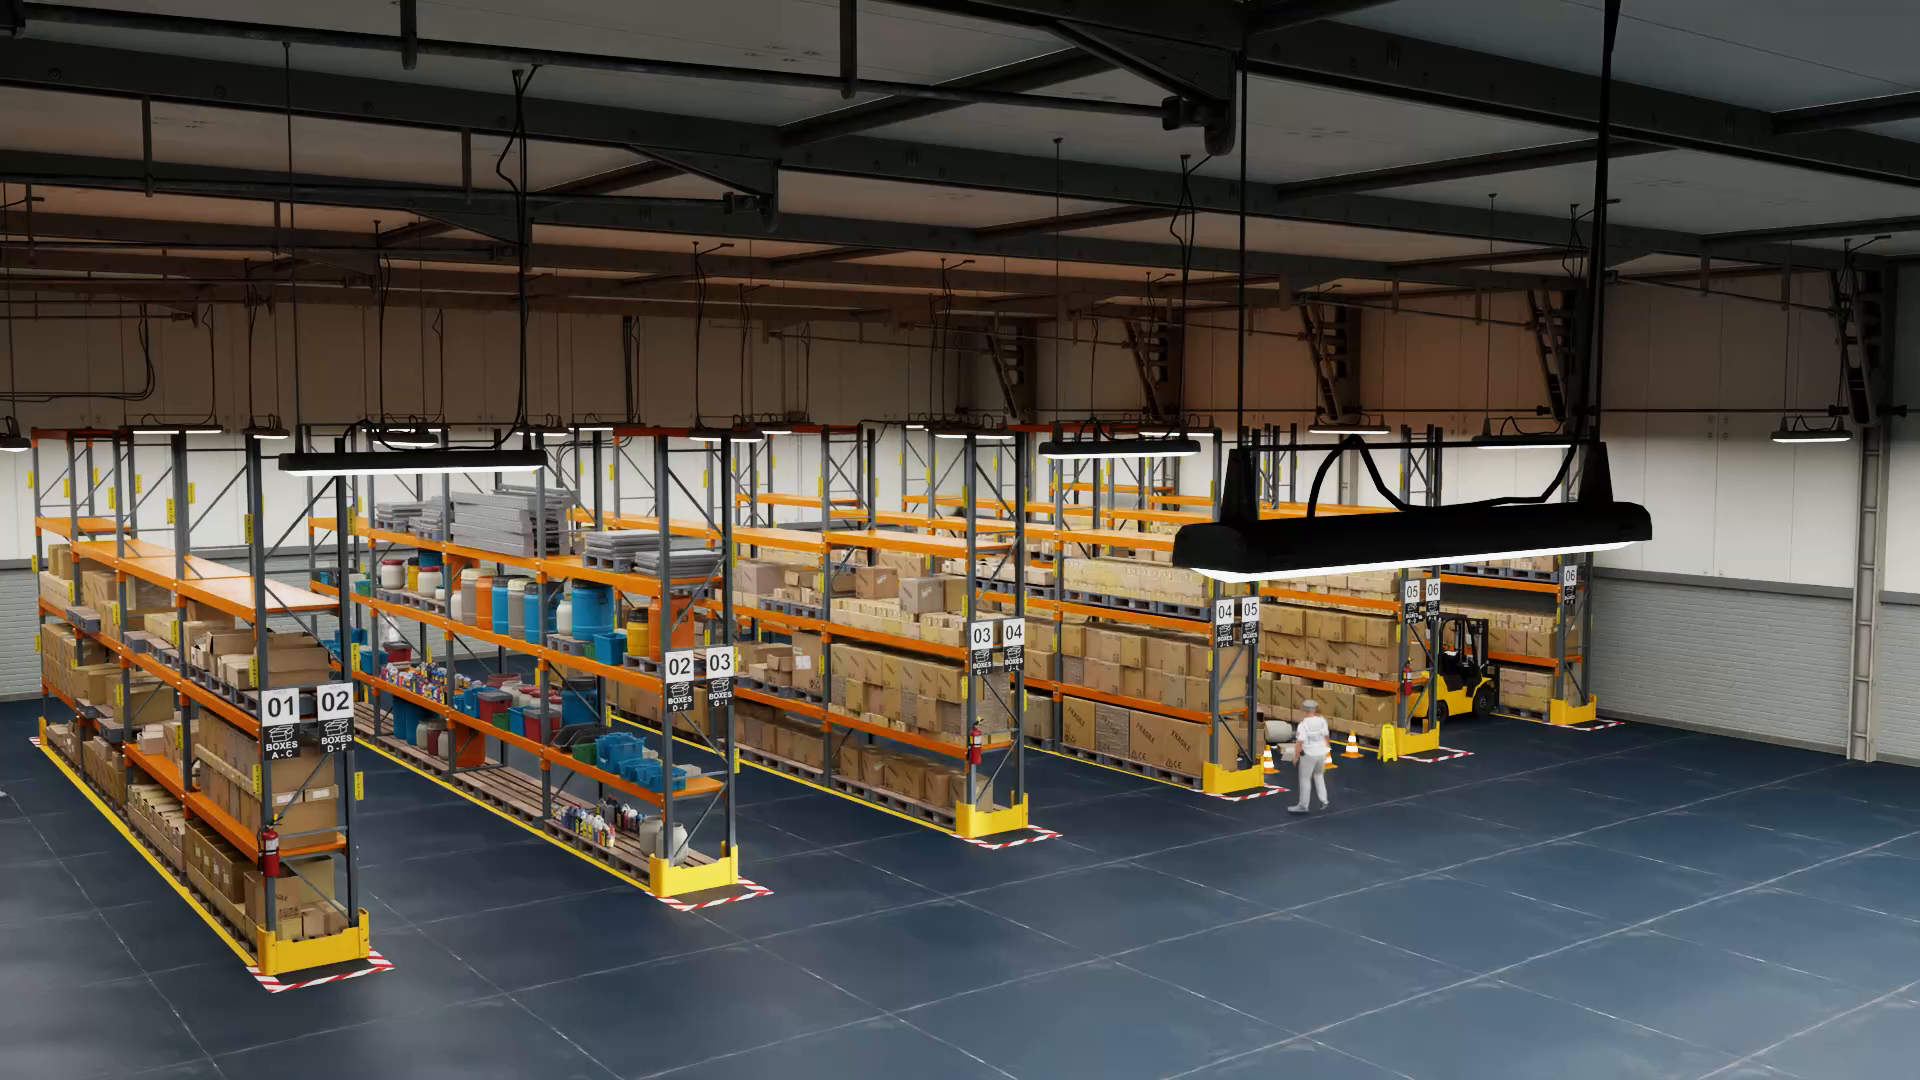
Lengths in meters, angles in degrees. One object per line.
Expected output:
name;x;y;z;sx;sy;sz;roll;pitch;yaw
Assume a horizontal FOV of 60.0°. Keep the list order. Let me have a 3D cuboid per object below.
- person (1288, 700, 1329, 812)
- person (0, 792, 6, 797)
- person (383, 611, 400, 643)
person;5.539;3.404;26.160;0.659;1.781;0.429;-2;5;-29
person;-15.858;3.327;26.981;0.457;1.787;0.624;0;4;1
person;-13.292;2.399;38.791;0.597;1.759;0.561;0;4;0
